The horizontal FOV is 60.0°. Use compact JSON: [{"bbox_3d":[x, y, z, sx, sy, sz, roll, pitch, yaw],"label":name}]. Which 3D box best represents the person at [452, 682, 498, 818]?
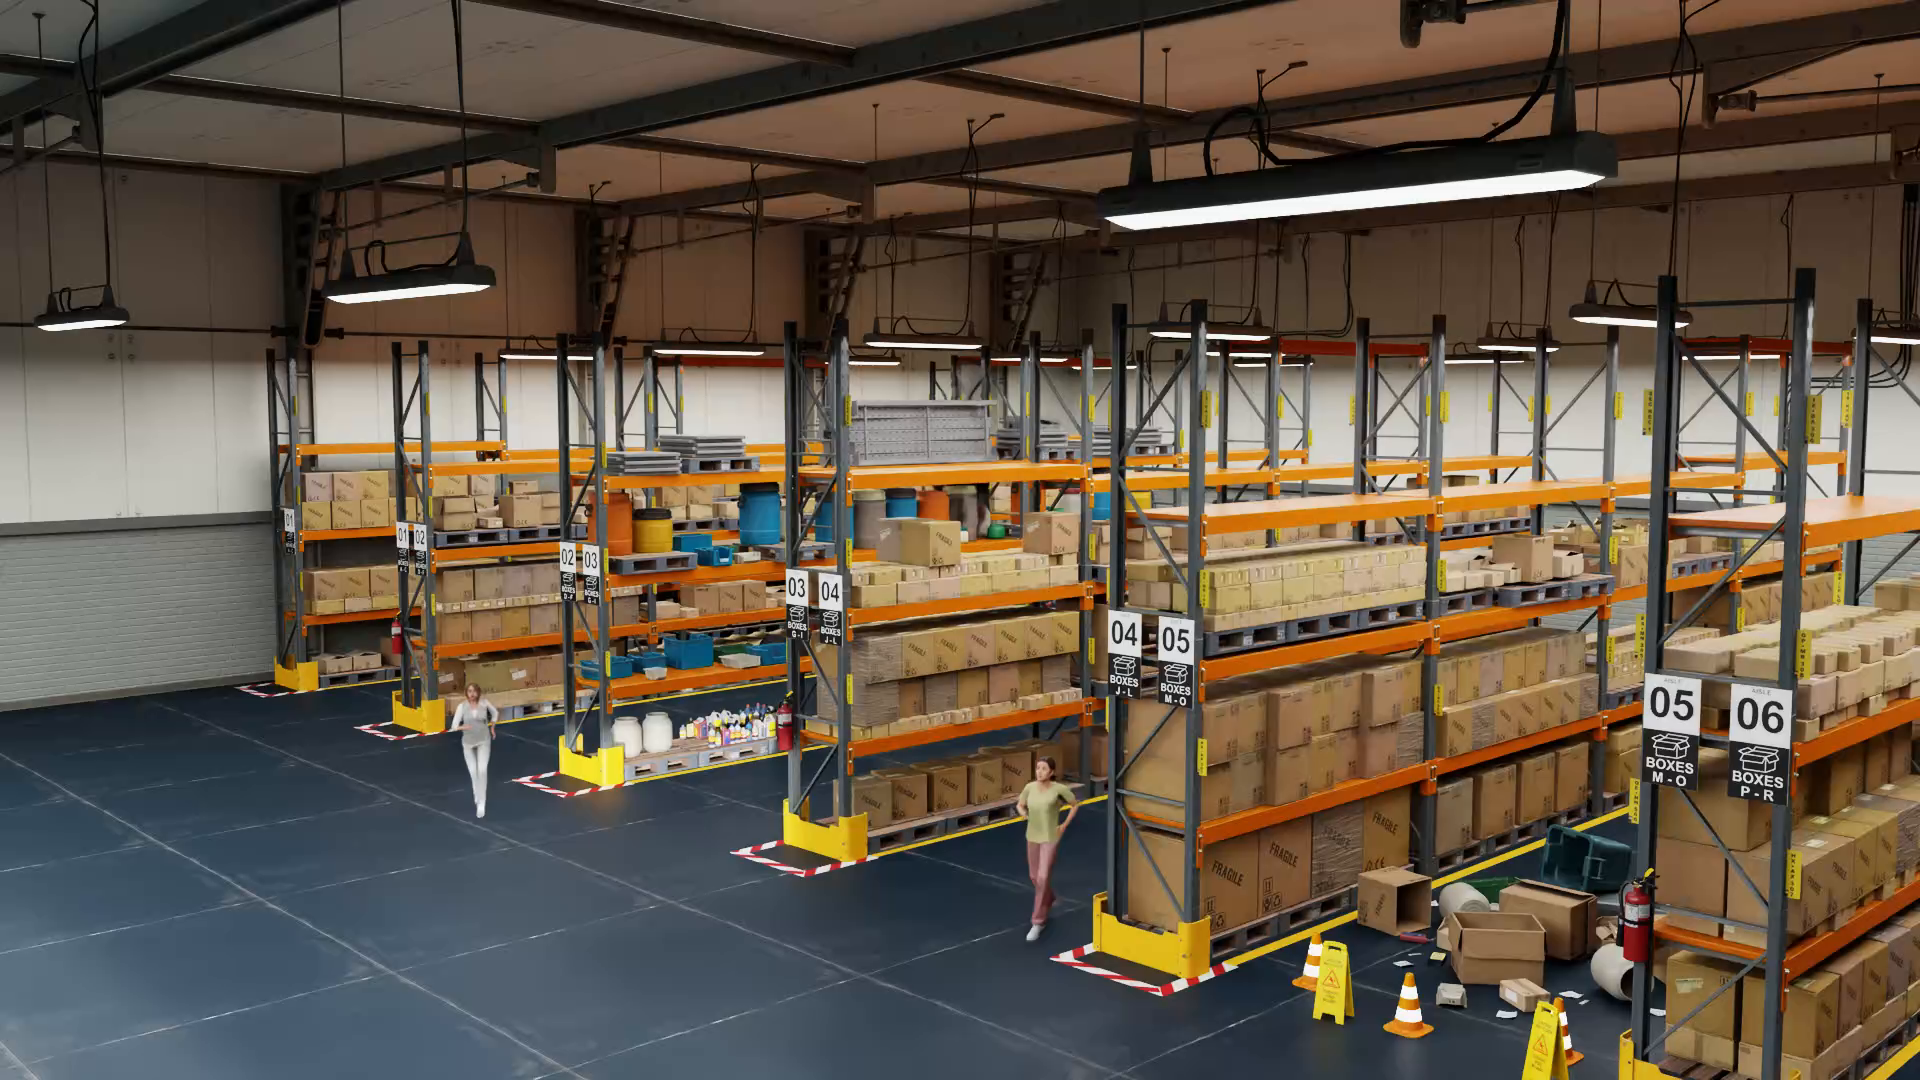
[{"bbox_3d":[-6.020,2.568,20.661,0.519,1.637,0.739,-1,5,-7],"label":"person"}]

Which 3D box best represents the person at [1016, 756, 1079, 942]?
[{"bbox_3d":[0.791,2.935,16.064,0.580,1.718,0.765,3,6,31],"label":"person"}]
